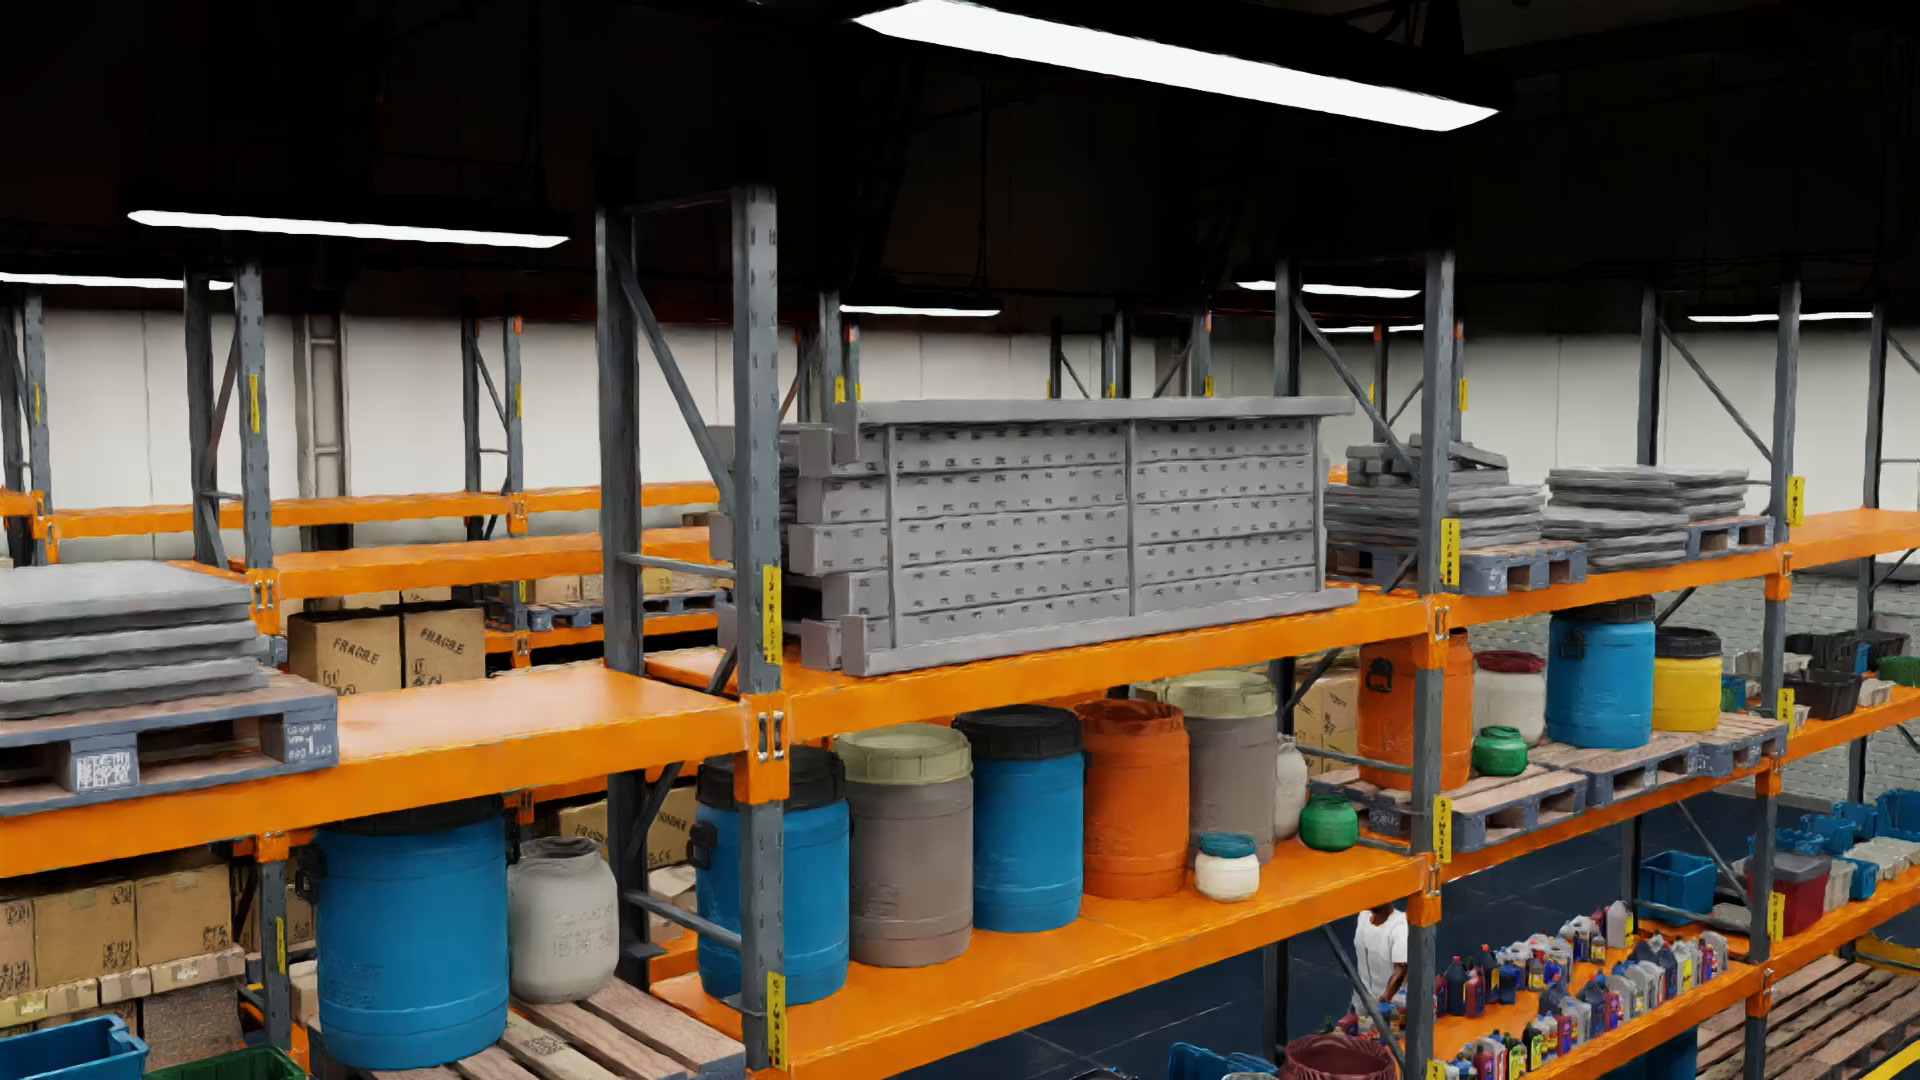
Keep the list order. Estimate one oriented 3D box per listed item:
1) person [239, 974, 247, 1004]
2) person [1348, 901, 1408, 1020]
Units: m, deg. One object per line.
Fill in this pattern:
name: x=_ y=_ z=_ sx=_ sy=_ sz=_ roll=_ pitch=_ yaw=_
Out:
person: x=-5.164 y=3.204 z=11.313 sx=0.659 sy=1.770 sz=0.514 roll=-1 pitch=6 yaw=-13
person: x=2.983 y=3.188 z=11.800 sx=1.030 sy=1.704 sz=0.572 roll=-3 pitch=6 yaw=-31
